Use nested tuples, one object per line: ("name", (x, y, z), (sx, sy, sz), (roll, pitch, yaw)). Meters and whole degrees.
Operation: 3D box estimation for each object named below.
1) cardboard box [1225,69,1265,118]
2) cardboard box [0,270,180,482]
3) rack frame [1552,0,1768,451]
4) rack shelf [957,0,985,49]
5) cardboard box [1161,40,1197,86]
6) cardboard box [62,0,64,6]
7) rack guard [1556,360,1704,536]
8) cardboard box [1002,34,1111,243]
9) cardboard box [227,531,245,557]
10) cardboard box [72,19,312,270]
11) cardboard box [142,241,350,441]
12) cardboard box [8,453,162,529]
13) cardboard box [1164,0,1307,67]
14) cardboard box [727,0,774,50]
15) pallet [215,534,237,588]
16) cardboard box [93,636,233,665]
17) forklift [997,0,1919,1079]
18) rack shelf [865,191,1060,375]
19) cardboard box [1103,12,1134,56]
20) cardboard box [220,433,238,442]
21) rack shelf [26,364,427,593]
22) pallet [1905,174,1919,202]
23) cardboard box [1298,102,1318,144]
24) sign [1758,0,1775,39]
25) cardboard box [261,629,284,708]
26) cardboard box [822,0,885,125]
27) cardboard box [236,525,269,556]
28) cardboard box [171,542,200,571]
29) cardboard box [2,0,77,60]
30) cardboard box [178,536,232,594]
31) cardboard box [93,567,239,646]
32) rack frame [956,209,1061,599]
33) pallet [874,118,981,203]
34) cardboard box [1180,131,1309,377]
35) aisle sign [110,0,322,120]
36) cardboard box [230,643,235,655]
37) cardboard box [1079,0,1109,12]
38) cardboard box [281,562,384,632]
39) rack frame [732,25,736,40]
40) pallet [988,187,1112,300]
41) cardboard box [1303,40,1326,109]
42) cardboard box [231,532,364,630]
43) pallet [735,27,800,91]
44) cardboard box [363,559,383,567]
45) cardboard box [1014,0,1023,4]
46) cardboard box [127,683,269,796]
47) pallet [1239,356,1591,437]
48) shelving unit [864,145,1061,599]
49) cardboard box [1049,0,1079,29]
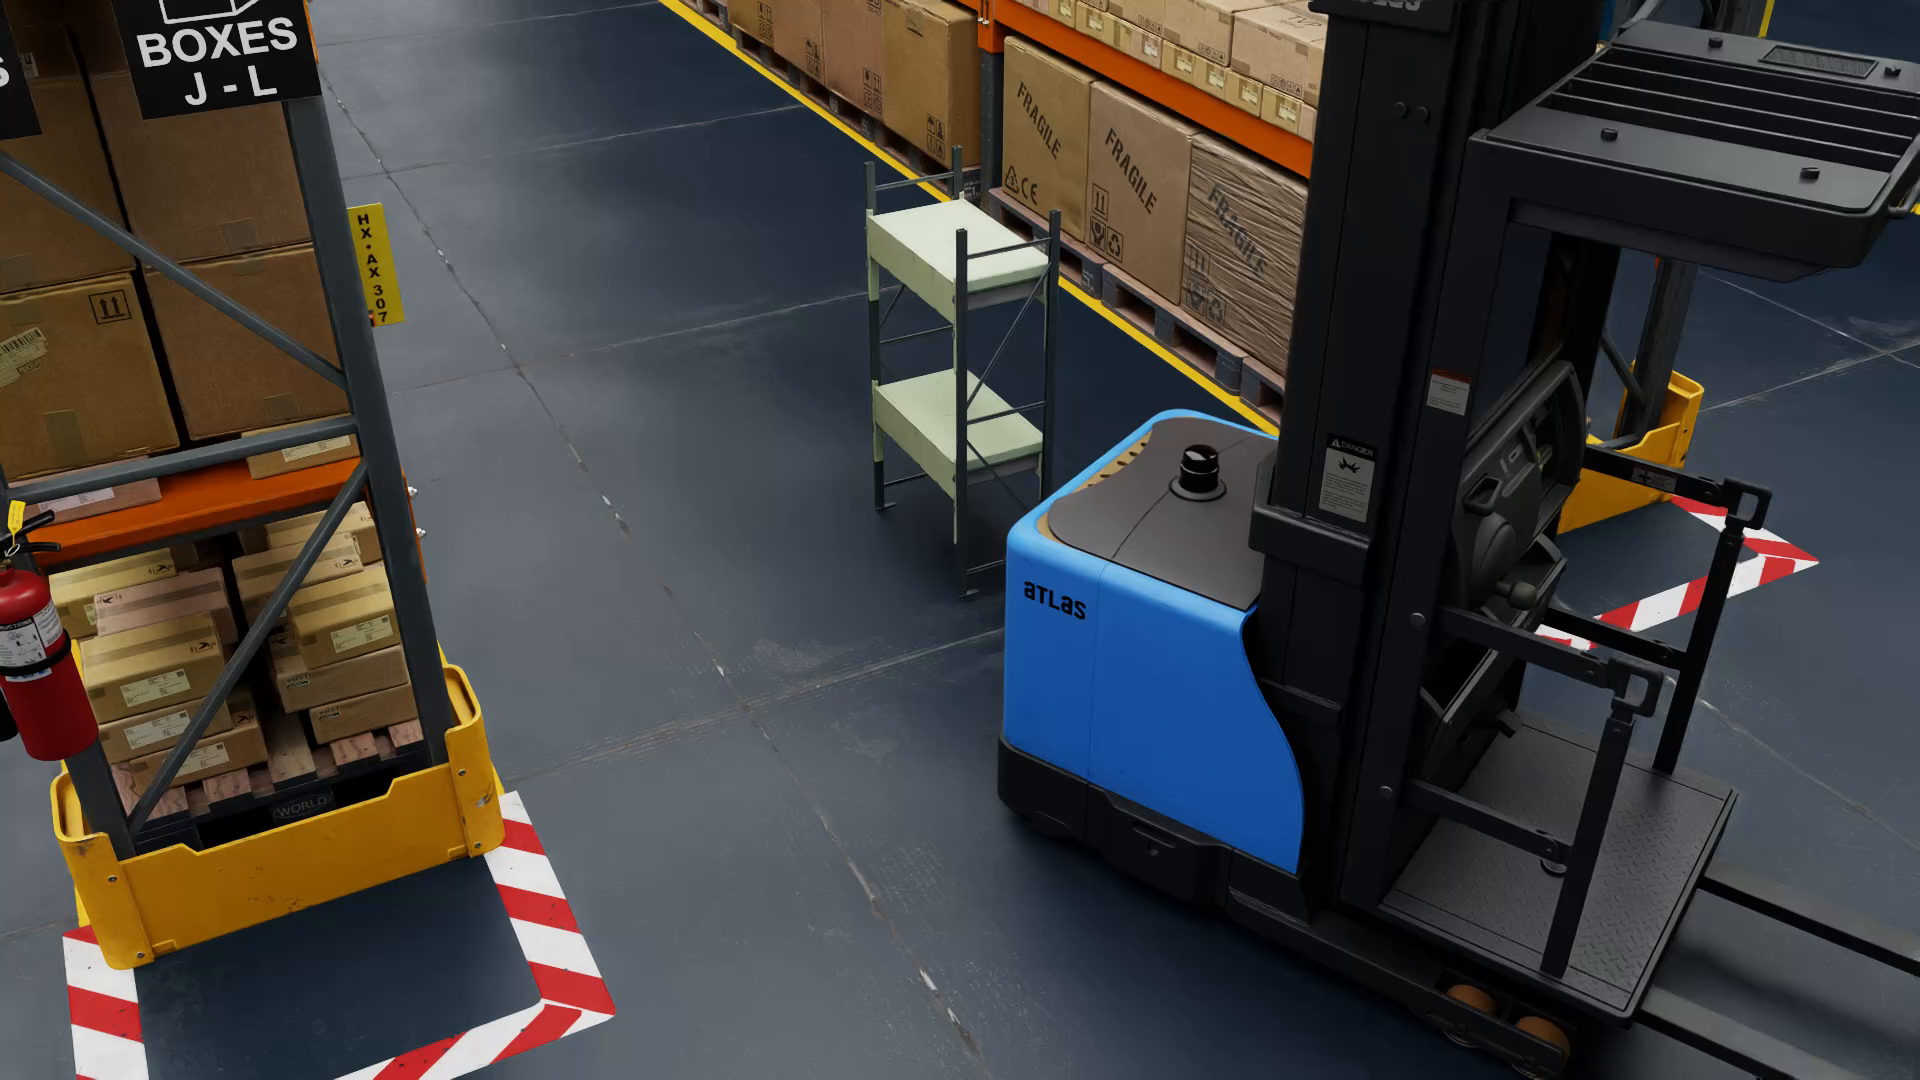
("cardboard box", (1.397, -1.991, 7.309), (0.380, 0.149, 0.250), (-16, 36, -23))
("cardboard box", (-2.419, -0.516, 4.407), (0.500, 0.500, 0.500), (-15, 36, -22))
("rack frame", (2.453, -1.399, 6.153), (1.000, 3.000, 0.127), (-16, 36, -23))
("rack shelf", (-0.344, -3.959, 10.816), (1.077, 0.370, 4.000), (-16, 36, -23))
("cardboard box", (1.160, -2.233, 7.688), (0.380, 0.149, 0.250), (-17, 36, -24))
("cardboard box", (-3.597, -2.176, 6.071), (0.500, 0.500, 0.500), (-17, 36, -25))
("rack guard", (2.464, -0.335, 6.809), (1.175, 0.500, 0.348), (-16, 36, -23))
("cardboard box", (0.825, -2.255, 9.069), (0.875, 0.875, 0.875), (-16, 36, -23))
("cardboard box", (-2.501, -0.108, 6.115), (0.380, 0.149, 0.250), (-18, 37, -25))
("cardboard box", (-1.956, -1.069, 4.342), (0.500, 0.500, 0.500), (-16, 36, -23))
("cardboard box", (-1.947, -0.650, 4.616), (0.500, 0.500, 0.500), (-14, 35, -21))
("cardboard box", (-2.384, -0.178, 4.480), (0.380, 0.149, 0.250), (-16, 36, -23))
("cardboard box", (1.272, -2.358, 7.513), (0.500, 0.250, 0.500), (-16, 36, -23))
("cardboard box", (-0.974, -4.164, 12.049), (1.225, 0.875, 0.875), (-18, 37, -25))
("pallet", (-2.930, -0.040, 6.616), (1.003, 0.211, 1.213), (-16, 36, -23))
("cardboard box", (-2.555, 0.381, 5.353), (0.380, 0.149, 0.250), (-17, 36, -24))
("forklift", (1.615, -0.108, 4.202), (3.031, 2.935, 1.130), (21, 38, 29))
("rack shelf", (-0.003, -0.963, 6.140), (0.431, 0.370, 0.720), (-16, 36, -23))
("cardboard box", (0.921, -2.479, 8.072), (0.380, 0.149, 0.250), (-16, 36, -24))
("cardboard box", (-1.998, -0.442, 4.892), (0.380, 0.149, 0.250), (-15, 35, -21))
("rack shelf", (-2.914, -0.851, 5.964), (1.077, 0.370, 4.000), (-16, 36, -23))
("pallet", (5.920, -2.455, 10.386), (1.003, 0.211, 1.213), (-16, 36, -23))
("cardboard box", (1.641, -1.744, 6.924), (0.380, 0.149, 0.250), (-15, 36, -22))
("sign", (2.947, -1.933, 6.111), (0.100, 0.325, 0.005), (-16, 36, -23))
("cardboard box", (-2.137, 0.389, 5.615), (0.380, 0.149, 0.250), (-16, 36, -23))
("cardboard box", (-0.145, -3.316, 10.726), (1.225, 0.875, 0.875), (-17, 36, -25))
("cardboard box", (-2.354, -0.113, 5.848), (0.380, 0.149, 0.250), (-18, 37, -25))
("cardboard box", (-2.817, 0.019, 5.641), (0.380, 0.149, 0.250), (-17, 37, -25))
("cardboard box", (-2.651, -1.185, 4.524), (0.500, 0.500, 0.500), (-17, 36, -25))
("cardboard box", (-2.759, 0.117, 5.764), (0.380, 0.149, 0.250), (-16, 36, -24))
("cardboard box", (-2.519, 0.250, 5.280), (0.380, 0.149, 0.250), (-15, 36, -22))
("rack frame", (0.168, -0.460, 6.078), (0.400, 1.500, 0.023), (-16, 36, -23))
("pallet", (0.162, -2.483, 10.430), (1.003, 0.211, 1.213), (-16, 36, -23))
("cardboard box", (1.660, -1.400, 7.736), (0.875, 0.875, 0.875), (-16, 36, -23))
("aisle sign", (-1.682, -1.335, 3.643), (0.394, 0.787, 0.004), (-16, 36, -23))
("cardboard box", (-2.668, 0.380, 5.629), (0.380, 0.149, 0.250), (-16, 36, -23))
("cardboard box", (0.803, -2.841, 8.267), (0.500, 0.250, 0.500), (-16, 36, -23))
("cardboard box", (-2.077, 0.239, 5.573), (0.380, 0.149, 0.250), (-16, 36, -23))
("rack frame", (-1.277, -5.217, 12.112), (1.000, 3.000, 0.127), (-16, 36, -23))
("pallet", (0.873, -1.751, 9.287), (1.003, 0.211, 1.213), (-16, 36, -23))
("cardboard box", (1.756, -1.868, 6.748), (0.500, 0.250, 0.500), (-17, 36, -24))
("cardboard box", (-2.161, 0.137, 5.458), (0.380, 0.149, 0.250), (-15, 36, -22))
("pallet", (-0.976, -3.647, 12.247), (1.003, 0.211, 1.213), (-16, 36, -23))
("cardboard box", (-2.282, 0.123, 6.031), (0.380, 0.149, 0.250), (-15, 36, -23))
("cardboard box", (0.432, -2.977, 8.849), (0.380, 0.149, 0.250), (-16, 36, -23))
("cardboard box", (-2.412, 0.625, 5.247), (0.380, 0.149, 0.250), (-15, 36, -22))
("pallet", (2.011, -0.586, 7.470), (1.003, 0.211, 1.213), (-16, 36, -23))
("shelving unit", (-0.003, -0.635, 6.350), (0.431, 1.500, 0.755), (-16, 36, -23))
("cardboard box", (0.678, -2.726, 8.457), (0.380, 0.149, 0.250), (-15, 35, -22))
